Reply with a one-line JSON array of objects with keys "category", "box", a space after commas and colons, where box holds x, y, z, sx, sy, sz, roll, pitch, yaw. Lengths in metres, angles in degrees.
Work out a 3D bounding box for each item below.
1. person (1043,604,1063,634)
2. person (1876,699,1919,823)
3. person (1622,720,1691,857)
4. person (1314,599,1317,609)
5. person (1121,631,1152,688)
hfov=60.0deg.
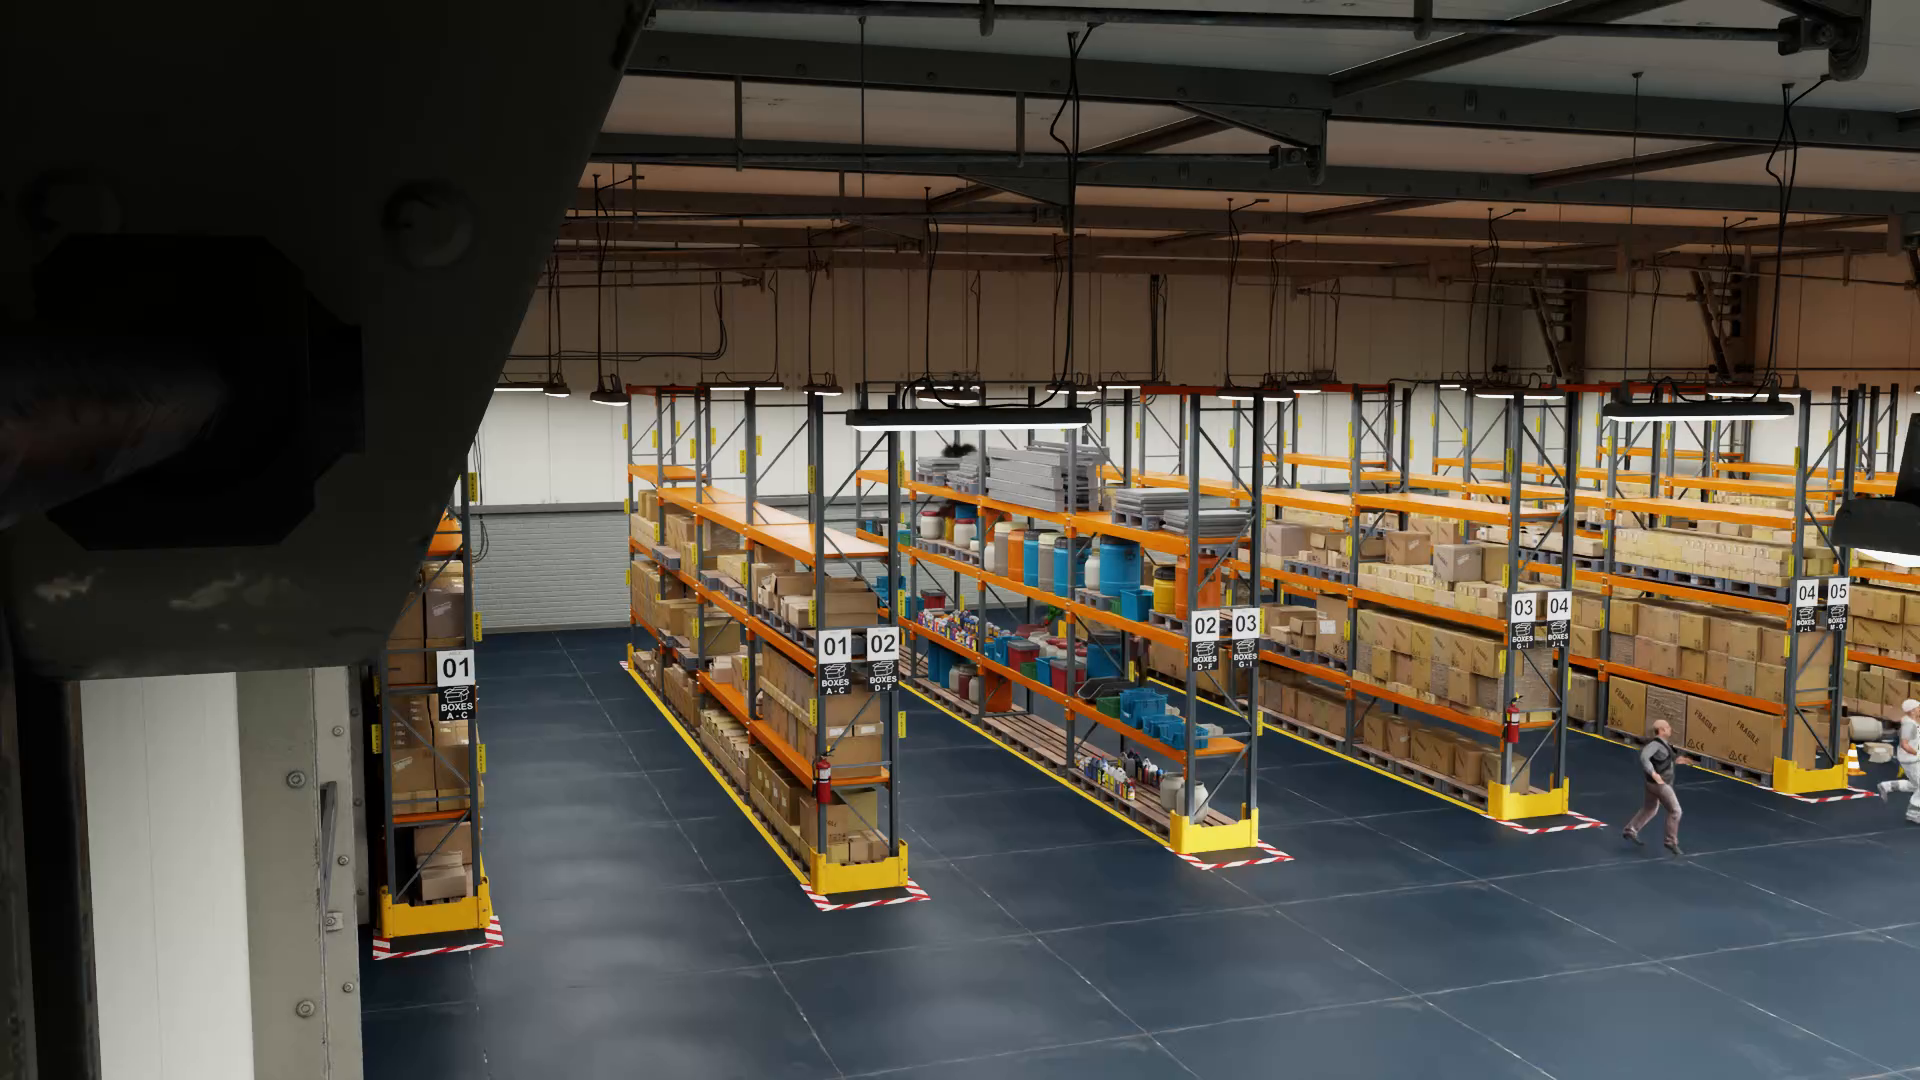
[{"category": "person", "box": [2.273, 1.375, 39.616, 0.657, 1.728, 0.707, 0, 6, 2]}, {"category": "person", "box": [13.233, 3.076, 23.269, 0.671, 1.736, 0.688, 3, 7, 25]}, {"category": "person", "box": [9.132, 3.234, 21.778, 0.799, 1.785, 0.642, 2, 6, 17]}, {"category": "person", "box": [9.140, 1.227, 41.828, 0.769, 1.636, 0.607, -2, 6, -22]}, {"category": "person", "box": [3.350, 2.161, 31.628, 0.713, 1.767, 1.001, -2, 6, -16]}]
